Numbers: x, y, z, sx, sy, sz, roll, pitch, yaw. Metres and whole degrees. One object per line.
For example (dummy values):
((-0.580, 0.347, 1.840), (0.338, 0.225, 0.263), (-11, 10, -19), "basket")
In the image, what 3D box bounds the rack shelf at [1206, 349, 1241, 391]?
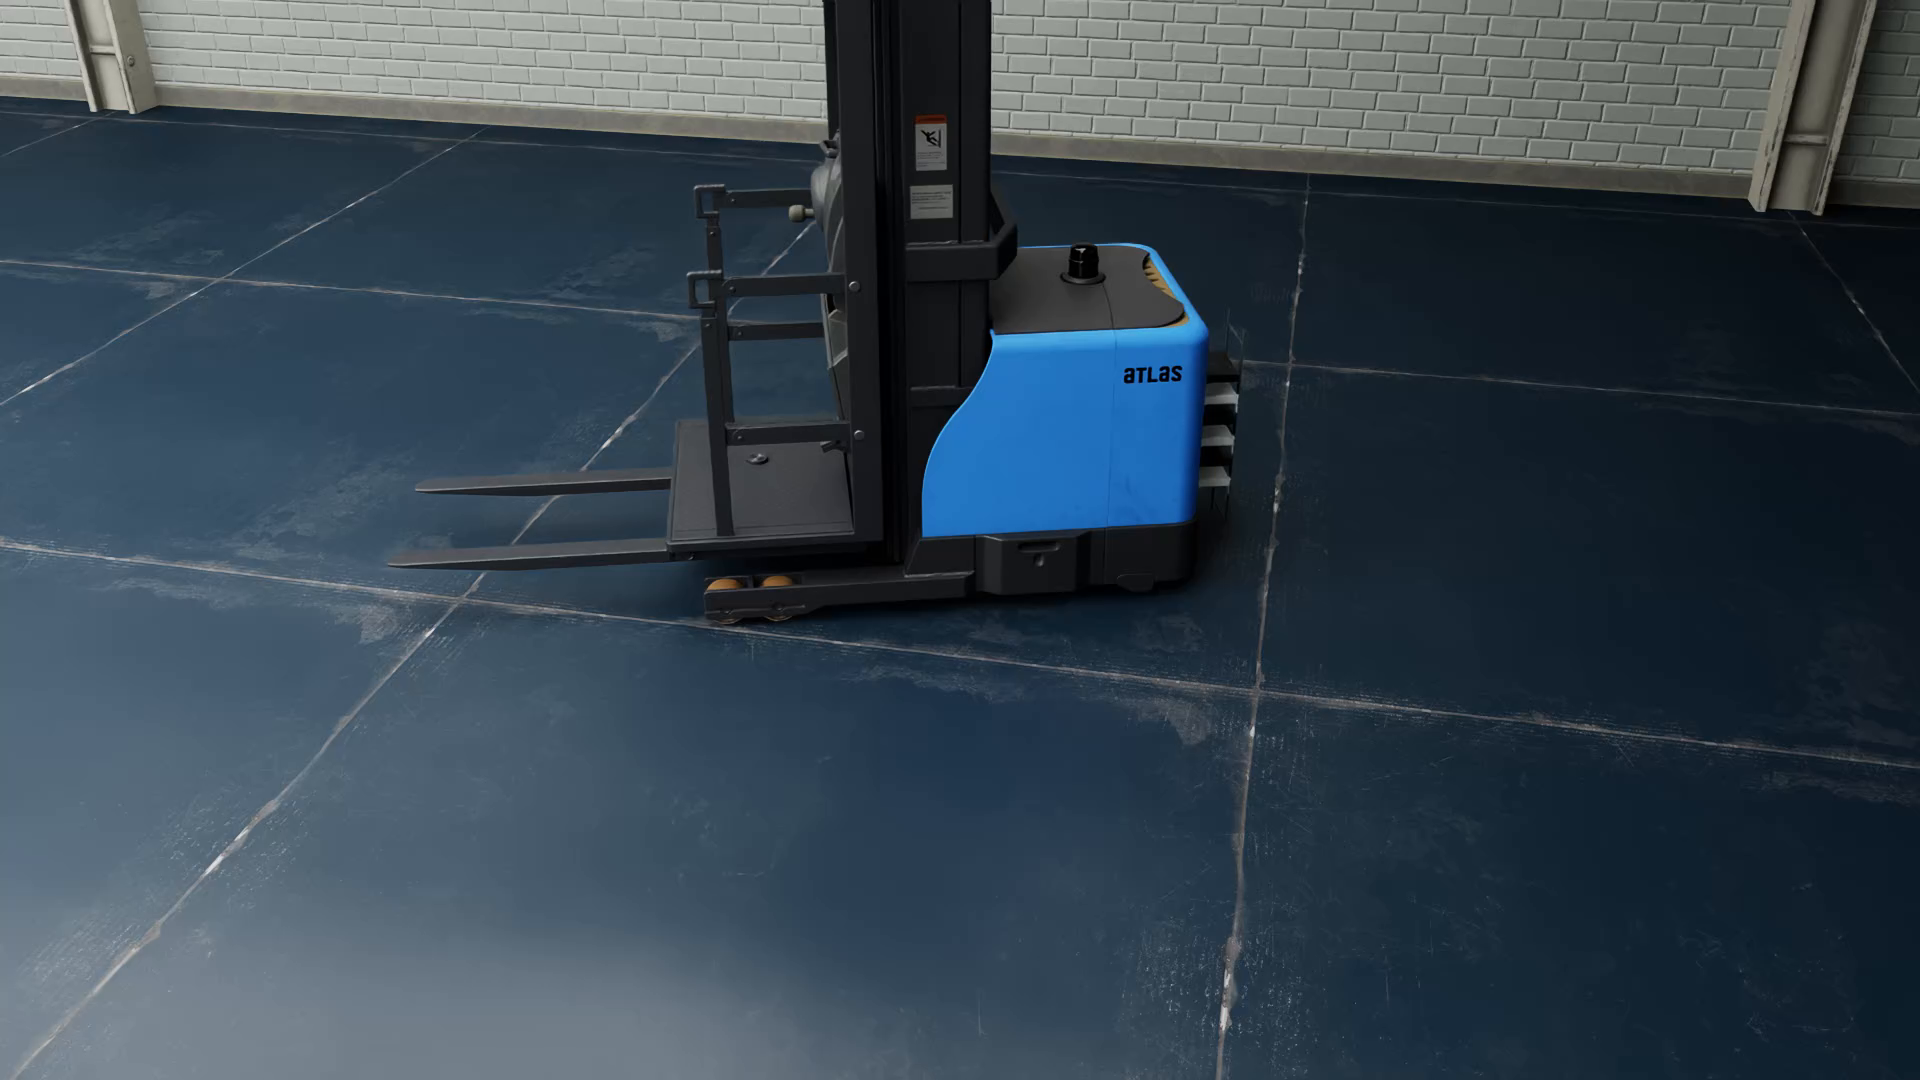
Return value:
((0.971, -0.665, 6.532), (0.200, 0.077, 0.258), (-3, 29, -6), "rack shelf")

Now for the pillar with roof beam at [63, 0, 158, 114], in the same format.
((-7.350, -5.268, 7.002), (0.400, 9.000, 9.100), (6, 29, 11), "pillar with roof beam")

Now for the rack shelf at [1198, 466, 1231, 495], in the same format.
((0.967, -0.270, 6.748), (0.200, 0.077, 0.258), (-3, 29, -6), "rack shelf")

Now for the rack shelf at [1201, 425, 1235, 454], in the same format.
((0.968, -0.428, 6.662), (0.200, 0.077, 0.258), (-3, 29, -6), "rack shelf")

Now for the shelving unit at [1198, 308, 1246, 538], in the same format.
((0.969, -0.457, 6.646), (0.210, 0.900, 0.258), (-3, 29, -6), "shelving unit")

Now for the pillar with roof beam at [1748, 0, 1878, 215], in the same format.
((4.385, -4.065, 4.804), (0.400, 9.000, 9.100), (6, 29, 11), "pillar with roof beam")

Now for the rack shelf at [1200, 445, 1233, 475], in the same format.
((0.967, -0.349, 6.705), (0.200, 0.077, 0.258), (-3, 29, -6), "rack shelf")

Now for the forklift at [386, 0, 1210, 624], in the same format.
((-0.646, -1.241, 5.965), (3.031, 2.935, 1.130), (-3, 29, -6), "forklift")

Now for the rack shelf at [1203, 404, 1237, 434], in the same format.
((0.969, -0.507, 6.619), (0.200, 0.077, 0.258), (-3, 29, -6), "rack shelf")

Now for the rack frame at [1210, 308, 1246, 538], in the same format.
((1.070, -0.462, 6.657), (0.006, 0.900, 0.240), (-3, 29, -6), "rack frame")

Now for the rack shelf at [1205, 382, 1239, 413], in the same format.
((0.970, -0.586, 6.576), (0.200, 0.077, 0.258), (-3, 29, -6), "rack shelf")
